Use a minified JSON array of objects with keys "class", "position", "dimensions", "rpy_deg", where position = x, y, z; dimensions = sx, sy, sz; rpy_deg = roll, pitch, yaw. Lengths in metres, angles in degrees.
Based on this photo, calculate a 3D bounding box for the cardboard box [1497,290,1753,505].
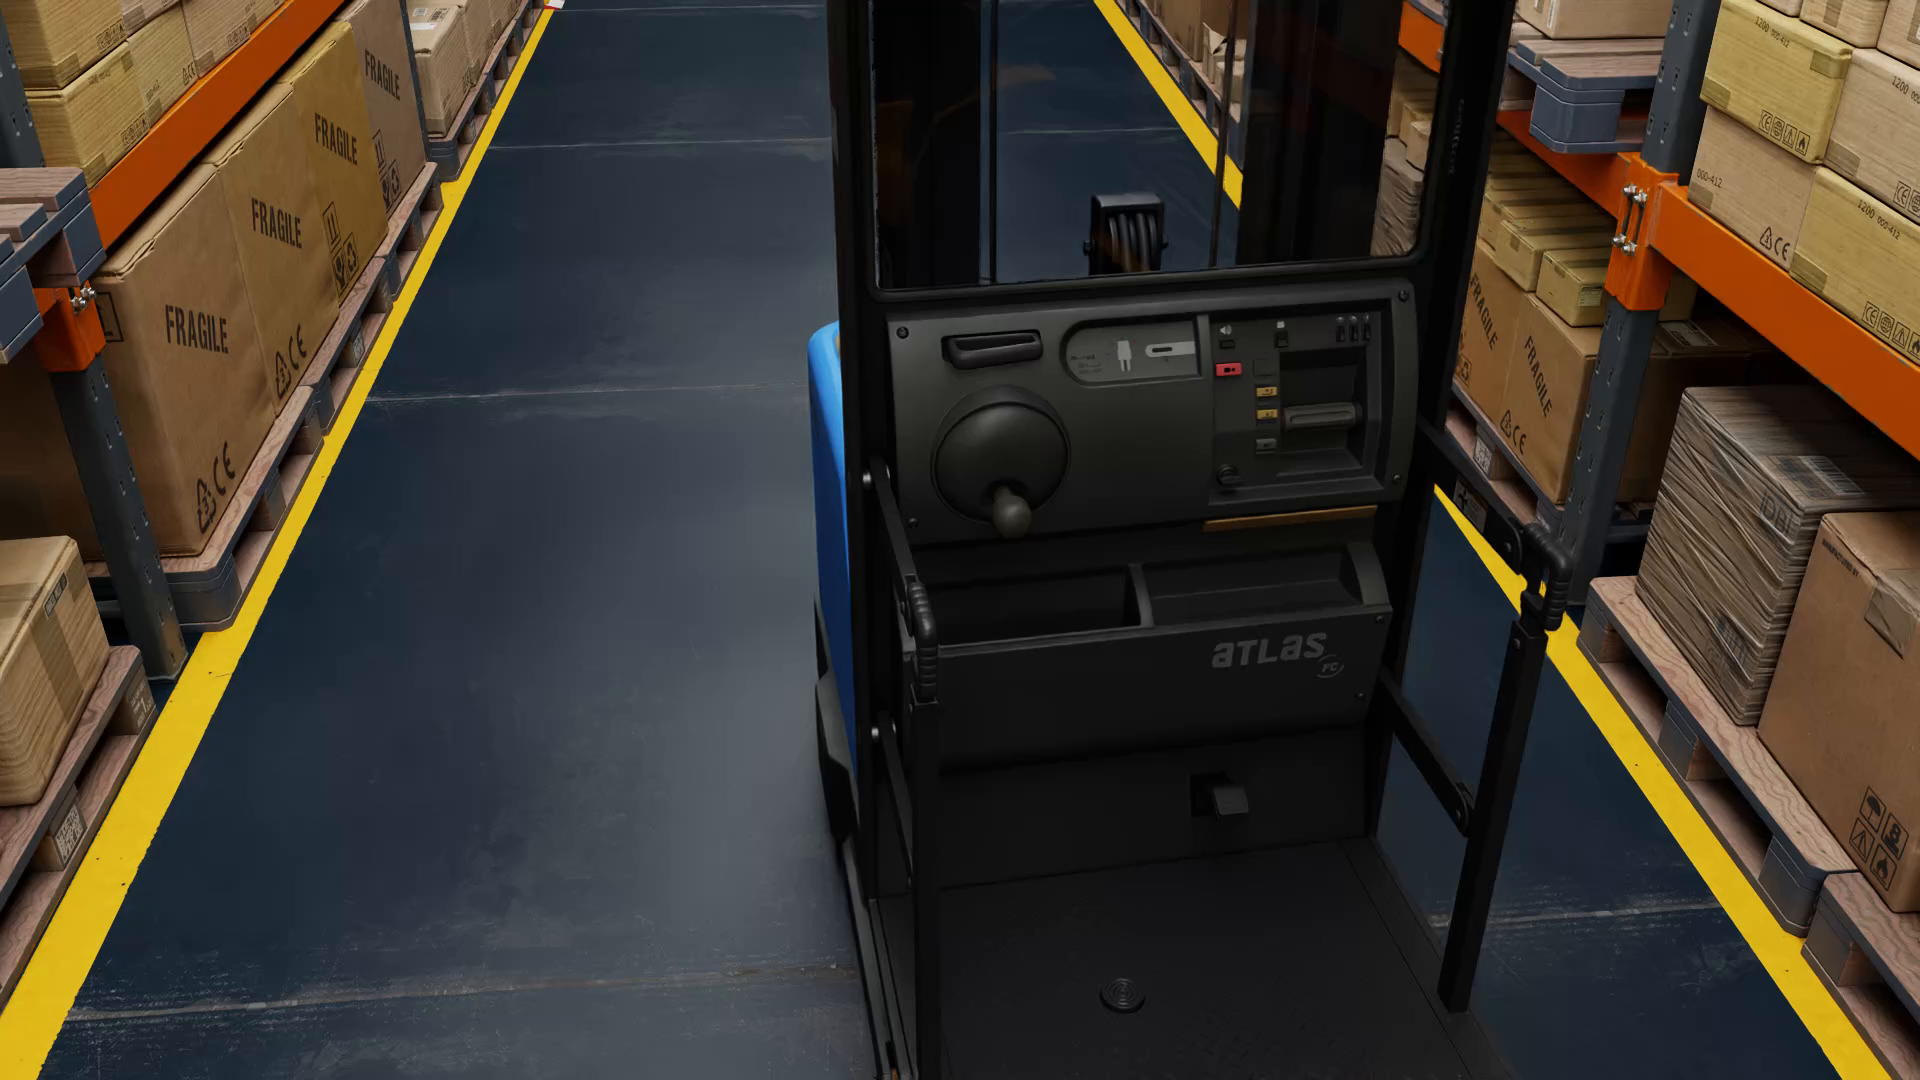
[{"class":"cardboard box","position":[2.020,-0.453,5.112],"dimensions":[0.500,0.500,0.500],"rpy_deg":[-2,31,-3]}]

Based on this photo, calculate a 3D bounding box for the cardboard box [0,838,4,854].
[{"class":"cardboard box","position":[-2.548,0.712,3.286],"dimensions":[0.950,0.372,0.625],"rpy_deg":[-3,31,-6]}]

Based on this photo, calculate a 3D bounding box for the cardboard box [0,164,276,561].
[{"class":"cardboard box","position":[-2.650,-0.526,4.868],"dimensions":[0.875,0.875,0.875],"rpy_deg":[-3,31,-5]}]

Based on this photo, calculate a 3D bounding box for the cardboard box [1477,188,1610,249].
[{"class":"cardboard box","position":[1.938,-1.041,5.463],"dimensions":[0.380,0.149,0.250],"rpy_deg":[-4,31,-6]}]

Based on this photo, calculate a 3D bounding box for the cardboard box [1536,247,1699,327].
[{"class":"cardboard box","position":[1.975,-0.766,5.003],"dimensions":[0.380,0.149,0.250],"rpy_deg":[-4,31,-7]}]

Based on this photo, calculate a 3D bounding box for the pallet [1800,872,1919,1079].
[{"class":"pallet","position":[2.423,1.100,3.203],"dimensions":[1.003,0.211,1.213],"rpy_deg":[-3,31,-5]}]

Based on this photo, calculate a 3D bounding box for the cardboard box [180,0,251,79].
[{"class":"cardboard box","position":[-2.572,-1.628,5.197],"dimensions":[0.500,0.250,0.500],"rpy_deg":[-2,31,-3]}]

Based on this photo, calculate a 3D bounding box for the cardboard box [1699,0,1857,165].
[{"class":"cardboard box","position":[2.047,-1.052,3.744],"dimensions":[0.500,0.250,0.500],"rpy_deg":[-3,31,-5]}]

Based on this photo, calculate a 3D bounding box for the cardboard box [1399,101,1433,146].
[{"class":"cardboard box","position":[1.907,-1.573,6.353],"dimensions":[0.380,0.149,0.250],"rpy_deg":[-3,31,-4]}]

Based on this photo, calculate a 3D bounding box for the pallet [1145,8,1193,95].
[{"class":"pallet","position":[1.720,-2.961,10.001],"dimensions":[1.003,0.211,1.213],"rpy_deg":[-3,31,-5]}]

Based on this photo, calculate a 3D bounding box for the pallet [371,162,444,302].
[{"class":"pallet","position":[-2.895,-1.356,7.314],"dimensions":[1.003,0.211,1.213],"rpy_deg":[-3,31,-5]}]

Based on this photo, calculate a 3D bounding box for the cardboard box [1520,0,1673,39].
[{"class":"cardboard box","position":[1.830,-1.530,4.722],"dimensions":[0.380,0.149,0.250],"rpy_deg":[-2,31,-4]}]

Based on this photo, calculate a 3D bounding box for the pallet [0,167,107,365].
[{"class":"pallet","position":[-2.495,-0.460,3.282],"dimensions":[1.213,0.211,1.003],"rpy_deg":[-3,31,-5]}]

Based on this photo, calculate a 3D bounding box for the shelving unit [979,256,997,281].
[{"class":"shelving unit","position":[-0.001,-0.390,5.026],"dimensions":[0.258,0.900,0.210],"rpy_deg":[-3,31,-5]}]

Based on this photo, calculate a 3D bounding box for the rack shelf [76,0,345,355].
[{"class":"rack shelf","position":[-2.855,-1.613,5.727],"dimensions":[1.077,0.370,4.000],"rpy_deg":[-3,31,-5]}]

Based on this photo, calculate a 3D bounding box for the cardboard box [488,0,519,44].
[{"class":"cardboard box","position":[-3.160,-3.267,9.883],"dimensions":[0.875,0.438,0.875],"rpy_deg":[-2,31,-3]}]

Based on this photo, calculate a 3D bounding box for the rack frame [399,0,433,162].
[{"class":"rack frame","position":[-3.042,-2.943,7.252],"dimensions":[1.000,3.000,0.127],"rpy_deg":[-3,31,-5]}]

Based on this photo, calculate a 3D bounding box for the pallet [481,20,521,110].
[{"class":"pallet","position":[-3.152,-2.762,9.669],"dimensions":[1.003,0.211,1.213],"rpy_deg":[-3,31,-5]}]

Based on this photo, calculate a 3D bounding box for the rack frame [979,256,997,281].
[{"class":"rack frame","position":[-0.010,-0.442,5.113],"dimensions":[0.240,0.900,0.006],"rpy_deg":[-3,31,-5]}]

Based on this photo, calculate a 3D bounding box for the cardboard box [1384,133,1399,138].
[{"class":"cardboard box","position":[1.823,-1.506,6.874],"dimensions":[0.500,0.500,0.500],"rpy_deg":[-4,31,-6]}]

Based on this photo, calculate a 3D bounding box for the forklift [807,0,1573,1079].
[{"class":"forklift","position":[0.383,-0.175,2.685],"dimensions":[1.130,2.935,3.031],"rpy_deg":[-5,31,-9]}]

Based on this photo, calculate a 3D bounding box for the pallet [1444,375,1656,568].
[{"class":"pallet","position":[2.242,-0.327,5.591],"dimensions":[1.003,0.211,1.213],"rpy_deg":[-3,31,-5]}]

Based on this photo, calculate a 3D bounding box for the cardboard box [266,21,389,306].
[{"class":"cardboard box","position":[-2.812,-1.438,6.394],"dimensions":[0.875,0.875,0.875],"rpy_deg":[-2,31,-3]}]

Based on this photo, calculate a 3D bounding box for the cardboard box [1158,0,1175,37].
[{"class":"cardboard box","position":[1.480,-3.302,9.882],"dimensions":[0.500,0.500,0.500],"rpy_deg":[-2,31,-4]}]

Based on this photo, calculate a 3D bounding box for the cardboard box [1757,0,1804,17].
[{"class":"cardboard box","position":[2.010,-1.285,3.747],"dimensions":[0.380,0.149,0.250],"rpy_deg":[-2,31,-3]}]

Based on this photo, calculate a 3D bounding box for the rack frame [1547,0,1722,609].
[{"class":"rack frame","position":[2.274,-1.141,4.235],"dimensions":[1.000,3.000,0.127],"rpy_deg":[-3,31,-5]}]

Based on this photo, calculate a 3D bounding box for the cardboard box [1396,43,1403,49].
[{"class":"cardboard box","position":[1.807,-2.104,7.244],"dimensions":[0.380,0.149,0.250],"rpy_deg":[-4,31,-7]}]

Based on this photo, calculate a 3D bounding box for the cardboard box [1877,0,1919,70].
[{"class":"cardboard box","position":[2.086,-1.019,3.301],"dimensions":[0.380,0.149,0.250],"rpy_deg":[-2,31,-3]}]

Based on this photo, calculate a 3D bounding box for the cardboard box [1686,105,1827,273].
[{"class":"cardboard box","position":[2.072,-0.838,3.874],"dimensions":[0.500,0.250,0.500],"rpy_deg":[-3,31,-4]}]

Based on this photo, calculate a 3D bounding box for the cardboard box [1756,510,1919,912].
[{"class":"cardboard box","position":[2.387,0.351,3.644],"dimensions":[0.875,0.625,0.625],"rpy_deg":[-2,31,-3]}]

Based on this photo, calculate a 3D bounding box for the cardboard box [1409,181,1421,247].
[{"class":"cardboard box","position":[1.932,-0.977,5.988],"dimensions":[0.500,0.500,0.500],"rpy_deg":[-1,31,-2]}]

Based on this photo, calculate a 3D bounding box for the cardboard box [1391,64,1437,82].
[{"class":"cardboard box","position":[1.832,-1.836,6.794],"dimensions":[0.380,0.149,0.250],"rpy_deg":[-3,31,-5]}]

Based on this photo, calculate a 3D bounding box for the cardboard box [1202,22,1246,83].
[{"class":"cardboard box","position":[1.522,-2.642,9.005],"dimensions":[0.396,0.266,0.258],"rpy_deg":[-2,31,-3]}]

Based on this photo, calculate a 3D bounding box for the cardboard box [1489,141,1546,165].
[{"class":"cardboard box","position":[1.935,-1.305,5.905],"dimensions":[0.380,0.149,0.250],"rpy_deg":[-3,31,-5]}]

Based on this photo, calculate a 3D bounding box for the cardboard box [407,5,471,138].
[{"class":"cardboard box","position":[-2.993,-2.349,8.347],"dimensions":[0.875,0.438,0.875],"rpy_deg":[-3,31,-5]}]

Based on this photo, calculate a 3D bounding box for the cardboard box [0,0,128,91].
[{"class":"cardboard box","position":[-2.469,-1.322,4.197],"dimensions":[0.500,0.250,0.500],"rpy_deg":[-3,31,-5]}]

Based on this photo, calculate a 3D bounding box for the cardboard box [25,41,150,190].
[{"class":"cardboard box","position":[-2.463,-1.099,4.310],"dimensions":[0.500,0.250,0.500],"rpy_deg":[-3,31,-5]}]

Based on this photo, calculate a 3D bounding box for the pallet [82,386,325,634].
[{"class":"pallet","position":[-2.667,-0.110,5.228],"dimensions":[1.003,0.211,1.213],"rpy_deg":[-3,31,-5]}]

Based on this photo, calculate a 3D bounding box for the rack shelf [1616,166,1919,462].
[{"class":"rack shelf","position":[2.461,0.189,2.710],"dimensions":[1.077,0.370,4.000],"rpy_deg":[-3,31,-5]}]

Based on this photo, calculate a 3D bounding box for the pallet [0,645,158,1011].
[{"class":"pallet","position":[-2.596,0.695,3.880],"dimensions":[1.003,0.211,1.213],"rpy_deg":[-3,31,-5]}]
